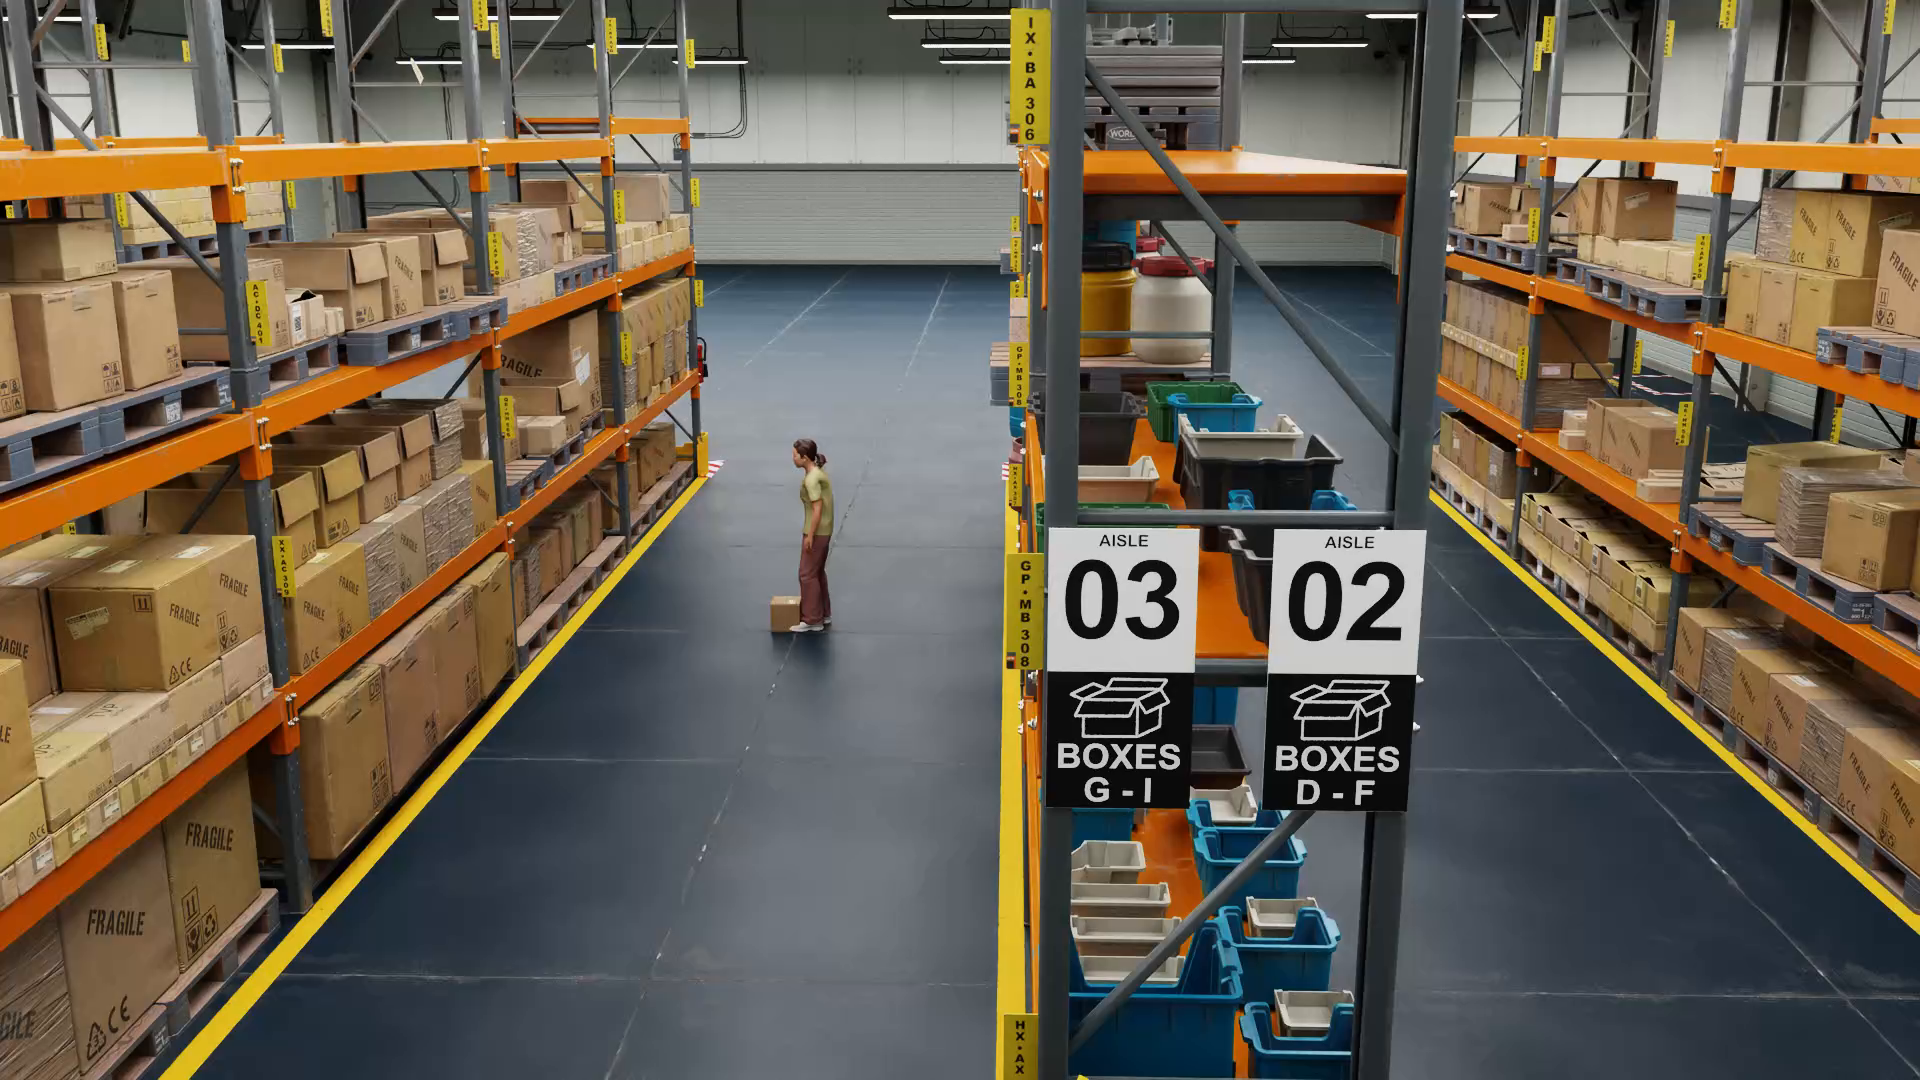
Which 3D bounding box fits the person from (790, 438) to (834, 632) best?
[{"bbox_3d":[-1.277,-0.052,14.209,0.403,1.673,0.499,0,14,2],"label":"person"}]
